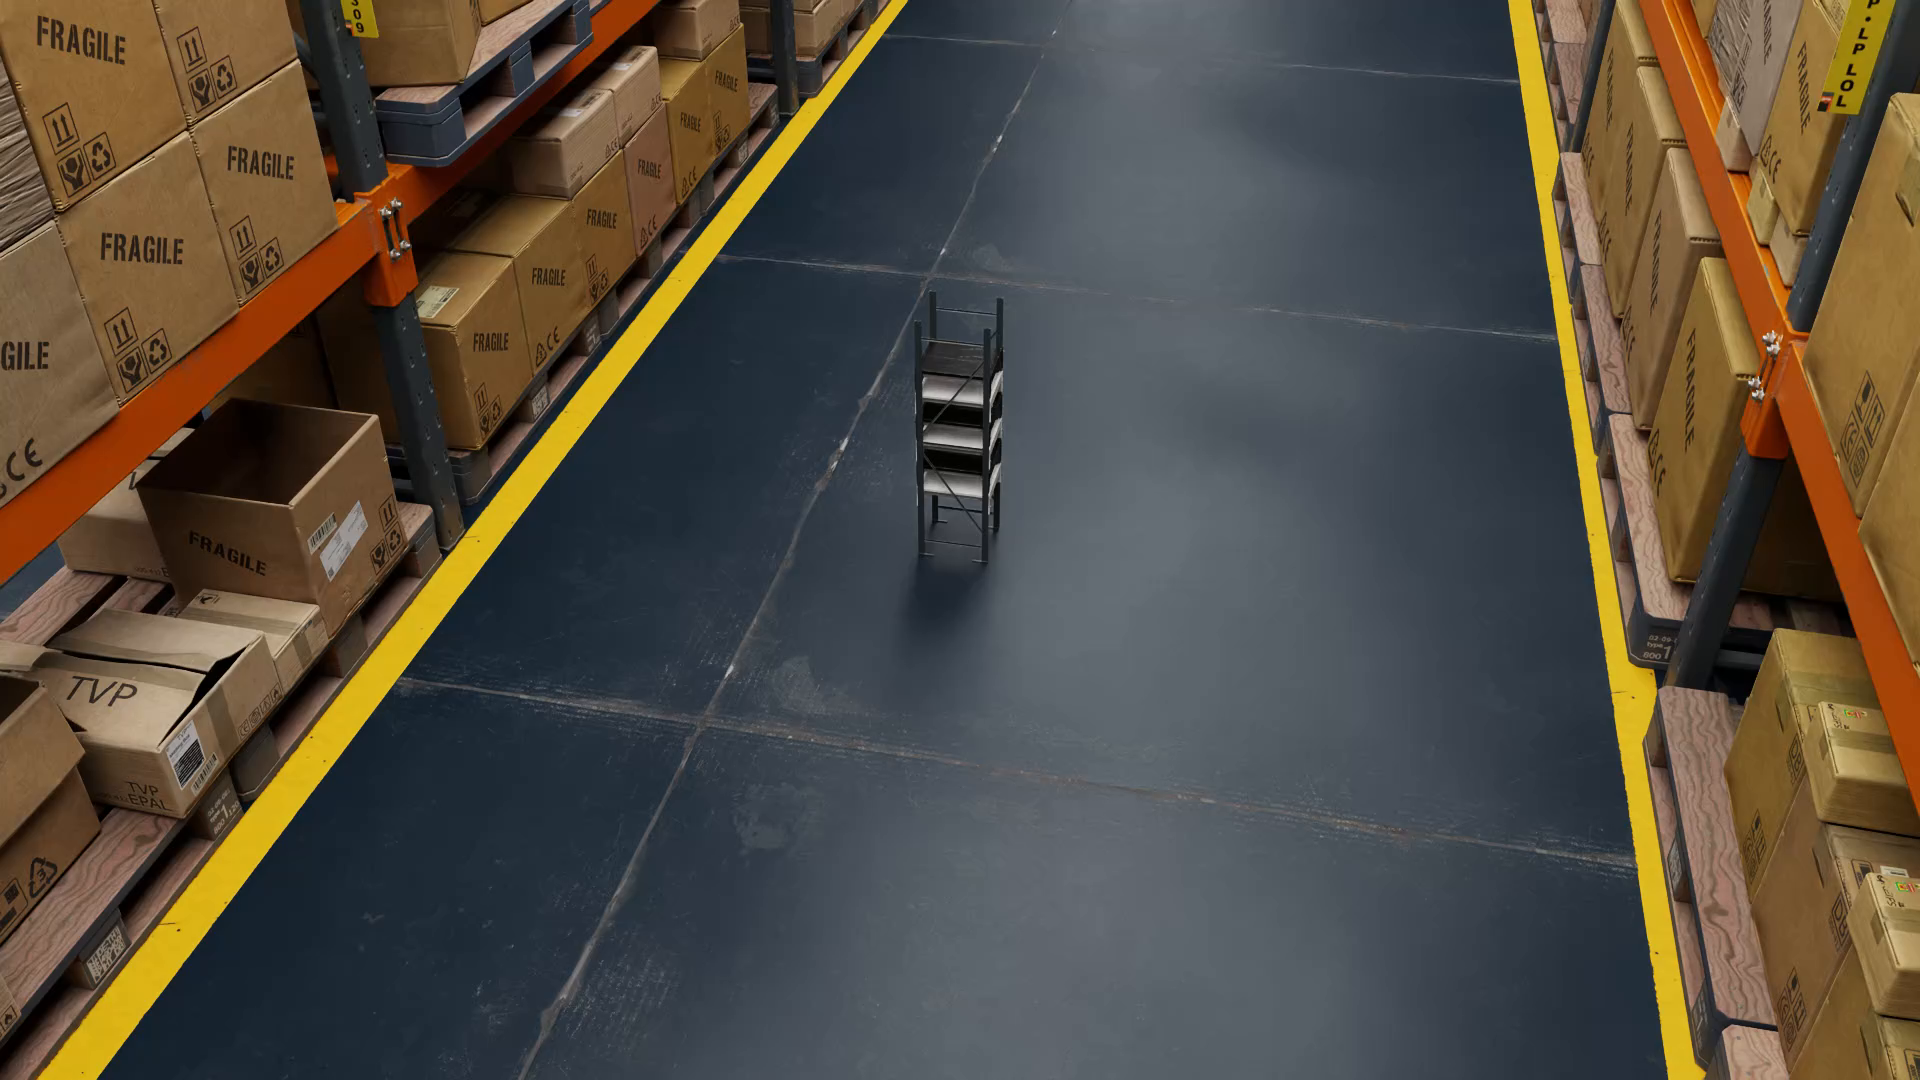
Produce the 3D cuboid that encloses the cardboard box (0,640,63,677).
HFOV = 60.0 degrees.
[{"bbox_3d":[-2.695,0.413,4.663,0.380,0.166,0.250,7,37,10],"label":"cardboard box"}]

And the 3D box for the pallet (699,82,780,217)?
[{"bbox_3d":[-1.561,-2.007,8.340,1.003,0.211,1.213,7,37,10],"label":"pallet"}]

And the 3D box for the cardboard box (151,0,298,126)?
[{"bbox_3d":[-2.074,-1.389,4.174,0.500,0.500,0.500,7,37,10],"label":"cardboard box"}]

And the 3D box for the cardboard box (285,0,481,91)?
[{"bbox_3d":[-1.899,-1.721,5.125,0.700,0.500,0.500,-4,36,-6],"label":"cardboard box"}]

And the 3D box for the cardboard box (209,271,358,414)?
[{"bbox_3d":[-2.394,-0.751,5.986,0.500,0.500,0.500,7,37,10],"label":"cardboard box"}]

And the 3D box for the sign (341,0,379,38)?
[{"bbox_3d":[-1.687,-1.553,4.600,0.100,0.325,0.005,7,37,10],"label":"sign"}]

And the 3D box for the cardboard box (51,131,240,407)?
[{"bbox_3d":[-2.184,-0.693,4.064,0.500,0.500,0.500,8,37,11],"label":"cardboard box"}]

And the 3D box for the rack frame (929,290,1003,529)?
[{"bbox_3d":[0.020,-0.418,5.560,0.240,0.900,0.006,7,37,10],"label":"rack frame"}]

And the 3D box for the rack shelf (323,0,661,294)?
[{"bbox_3d":[-1.792,-2.122,6.735,1.077,0.370,4.000,7,37,10],"label":"rack shelf"}]

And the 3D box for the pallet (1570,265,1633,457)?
[{"bbox_3d":[2.971,-0.672,6.497,1.003,0.211,1.213,7,37,10],"label":"pallet"}]

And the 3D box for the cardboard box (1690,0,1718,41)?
[{"bbox_3d":[2.790,-1.981,5.571,0.500,0.500,0.500,8,37,11],"label":"cardboard box"}]

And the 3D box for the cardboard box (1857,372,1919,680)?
[{"bbox_3d":[2.328,-0.042,2.997,0.980,0.700,0.700,6,36,9],"label":"cardboard box"}]

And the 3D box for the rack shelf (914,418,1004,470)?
[{"bbox_3d":[-0.002,-0.333,5.499,0.258,0.077,0.200,7,37,10],"label":"rack shelf"}]

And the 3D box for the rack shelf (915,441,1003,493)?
[{"bbox_3d":[-0.002,-0.260,5.552,0.258,0.077,0.200,7,37,10],"label":"rack shelf"}]

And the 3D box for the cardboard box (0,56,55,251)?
[{"bbox_3d":[-2.289,-0.807,3.370,0.500,0.500,0.500,8,37,10],"label":"cardboard box"}]

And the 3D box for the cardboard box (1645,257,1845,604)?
[{"bbox_3d":[2.633,-0.336,5.132,0.750,0.750,0.750,8,37,11],"label":"cardboard box"}]

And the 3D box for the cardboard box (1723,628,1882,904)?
[{"bbox_3d":[2.361,0.610,4.124,0.700,0.500,0.500,8,37,11],"label":"cardboard box"}]

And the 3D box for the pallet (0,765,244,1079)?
[{"bbox_3d":[-2.625,0.958,4.249,1.003,0.211,1.213,7,37,10],"label":"pallet"}]

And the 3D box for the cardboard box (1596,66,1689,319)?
[{"bbox_3d":[2.997,-1.334,6.509,0.750,0.750,0.750,7,37,10],"label":"cardboard box"}]

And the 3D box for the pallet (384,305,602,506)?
[{"bbox_3d":[-2.082,-0.608,6.410,1.003,0.211,1.213,7,37,10],"label":"pallet"}]

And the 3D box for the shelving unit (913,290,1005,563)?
[{"bbox_3d":[-0.002,-0.360,5.480,0.258,0.900,0.210,7,37,10],"label":"shelving unit"}]

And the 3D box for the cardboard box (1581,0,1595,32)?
[{"bbox_3d":[3.880,-3.095,9.220,0.700,0.500,0.500,7,37,10],"label":"cardboard box"}]

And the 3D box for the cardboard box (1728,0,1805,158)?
[{"bbox_3d":[2.573,-1.407,4.779,0.500,0.500,0.500,8,37,10],"label":"cardboard box"}]

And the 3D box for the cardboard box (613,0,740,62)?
[{"bbox_3d":[-1.343,-2.431,7.664,0.500,0.250,0.500,9,37,12],"label":"cardboard box"}]

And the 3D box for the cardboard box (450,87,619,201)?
[{"bbox_3d":[-1.664,-1.556,6.457,0.500,0.250,0.500,7,37,10],"label":"cardboard box"}]

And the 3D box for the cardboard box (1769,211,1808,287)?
[{"bbox_3d":[2.417,-0.783,4.472,0.380,0.149,0.250,8,37,10],"label":"cardboard box"}]

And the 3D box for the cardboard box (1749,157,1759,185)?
[{"bbox_3d":[2.547,-1.074,4.873,0.380,0.149,0.250,8,37,11],"label":"cardboard box"}]

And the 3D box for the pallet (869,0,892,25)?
[{"bbox_3d":[-0.888,-3.595,10.530,1.003,0.211,1.213,7,37,10],"label":"pallet"}]

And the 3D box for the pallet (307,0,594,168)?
[{"bbox_3d":[-1.942,-1.633,5.611,1.003,0.211,1.213,7,37,10],"label":"pallet"}]

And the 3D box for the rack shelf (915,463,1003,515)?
[{"bbox_3d":[-0.002,-0.187,5.605,0.258,0.077,0.200,7,37,10],"label":"rack shelf"}]

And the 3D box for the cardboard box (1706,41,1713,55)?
[{"bbox_3d":[2.862,-1.807,5.884,0.380,0.149,0.250,8,37,10],"label":"cardboard box"}]

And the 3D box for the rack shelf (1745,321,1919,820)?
[{"bbox_3d":[2.194,0.790,2.717,1.077,0.370,4.000,7,37,10],"label":"rack shelf"}]

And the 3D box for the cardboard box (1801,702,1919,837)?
[{"bbox_3d":[2.110,0.521,3.694,0.380,0.149,0.250,8,37,12],"label":"cardboard box"}]

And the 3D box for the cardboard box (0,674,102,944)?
[{"bbox_3d":[-2.615,0.644,4.058,0.797,0.503,0.637,7,37,10],"label":"cardboard box"}]

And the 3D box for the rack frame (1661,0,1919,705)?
[{"bbox_3d":[2.621,-0.648,4.088,1.000,3.000,0.127,7,37,10],"label":"rack frame"}]

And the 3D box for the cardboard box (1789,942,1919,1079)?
[{"bbox_3d":[2.139,1.192,3.322,0.700,0.500,0.500,8,37,11],"label":"cardboard box"}]

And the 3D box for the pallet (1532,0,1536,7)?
[{"bbox_3d":[4.165,-3.659,10.618,1.003,0.211,1.213,7,37,10],"label":"pallet"}]

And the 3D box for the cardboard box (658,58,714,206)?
[{"bbox_3d":[-1.446,-1.863,7.520,0.500,0.500,0.500,6,36,8],"label":"cardboard box"}]

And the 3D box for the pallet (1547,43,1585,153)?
[{"bbox_3d":[3.644,-2.260,8.688,1.003,0.211,1.213,7,37,10],"label":"pallet"}]

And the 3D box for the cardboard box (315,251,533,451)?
[{"bbox_3d":[-1.878,-0.679,5.886,0.500,0.500,0.500,6,36,8],"label":"cardboard box"}]

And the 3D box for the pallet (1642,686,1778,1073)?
[{"bbox_3d":[2.382,0.908,4.318,1.003,0.211,1.213,7,37,10],"label":"pallet"}]

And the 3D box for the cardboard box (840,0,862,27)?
[{"bbox_3d":[-0.859,-3.168,9.550,0.500,0.250,0.500,6,36,9],"label":"cardboard box"}]

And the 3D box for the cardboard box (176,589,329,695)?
[{"bbox_3d":[-2.085,0.294,4.842,0.380,0.149,0.250,7,37,10],"label":"cardboard box"}]

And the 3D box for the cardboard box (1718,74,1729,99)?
[{"bbox_3d":[2.731,-1.506,5.469,0.380,0.149,0.250,6,36,9],"label":"cardboard box"}]

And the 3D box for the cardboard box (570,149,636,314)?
[{"bbox_3d":[-1.661,-1.272,6.704,0.500,0.500,0.500,8,37,11],"label":"cardboard box"}]

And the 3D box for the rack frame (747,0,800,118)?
[{"bbox_3d":[-1.365,-3.560,8.105,1.000,3.000,0.127,7,37,10],"label":"rack frame"}]
